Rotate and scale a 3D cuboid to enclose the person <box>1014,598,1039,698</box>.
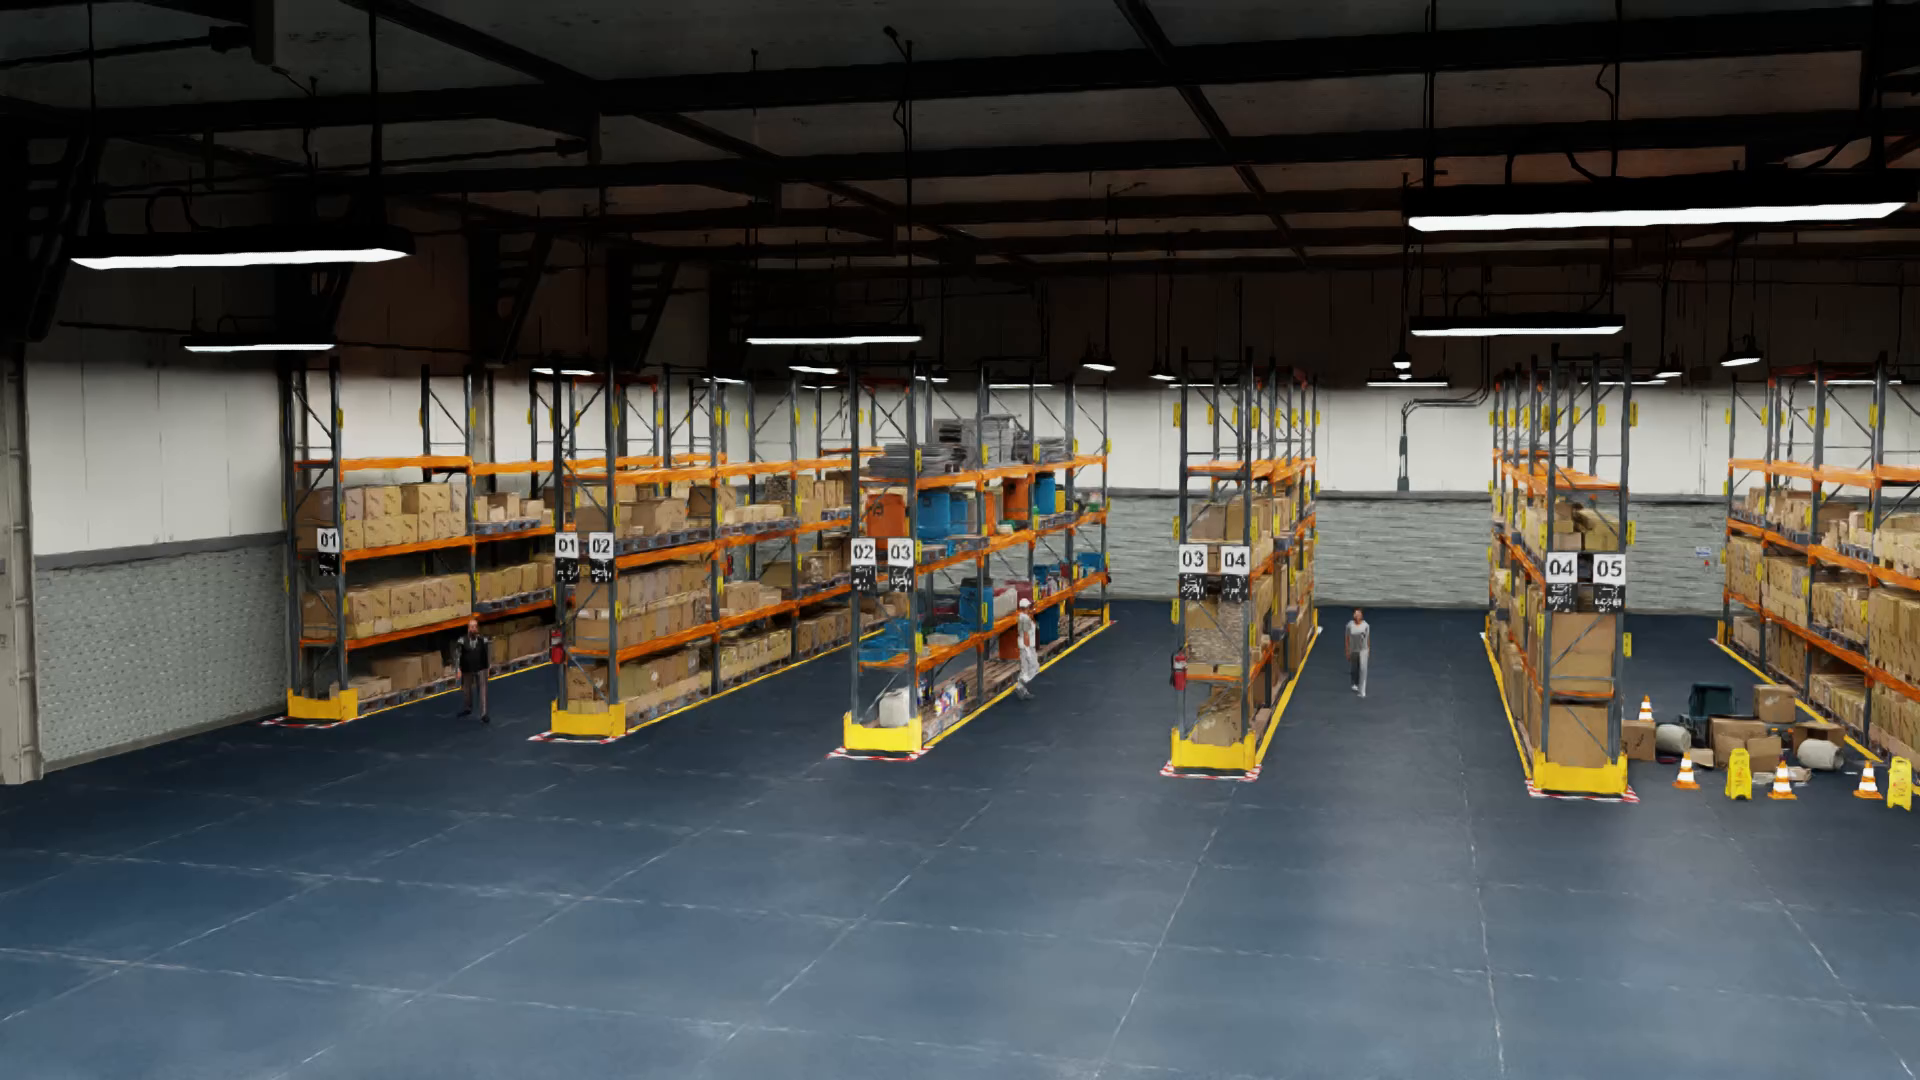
[{"bbox_3d":[1.157,1.933,29.617,0.445,1.786,0.594,-1,4,-10],"label":"person"}]

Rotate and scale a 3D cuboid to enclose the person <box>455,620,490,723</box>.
[{"bbox_3d":[-8.025,2.150,27.376,0.588,1.692,0.931,-1,4,-11],"label":"person"}]

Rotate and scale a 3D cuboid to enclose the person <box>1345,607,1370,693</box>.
[{"bbox_3d":[7.182,1.959,30.057,0.446,1.538,0.965,1,4,18],"label":"person"}]
